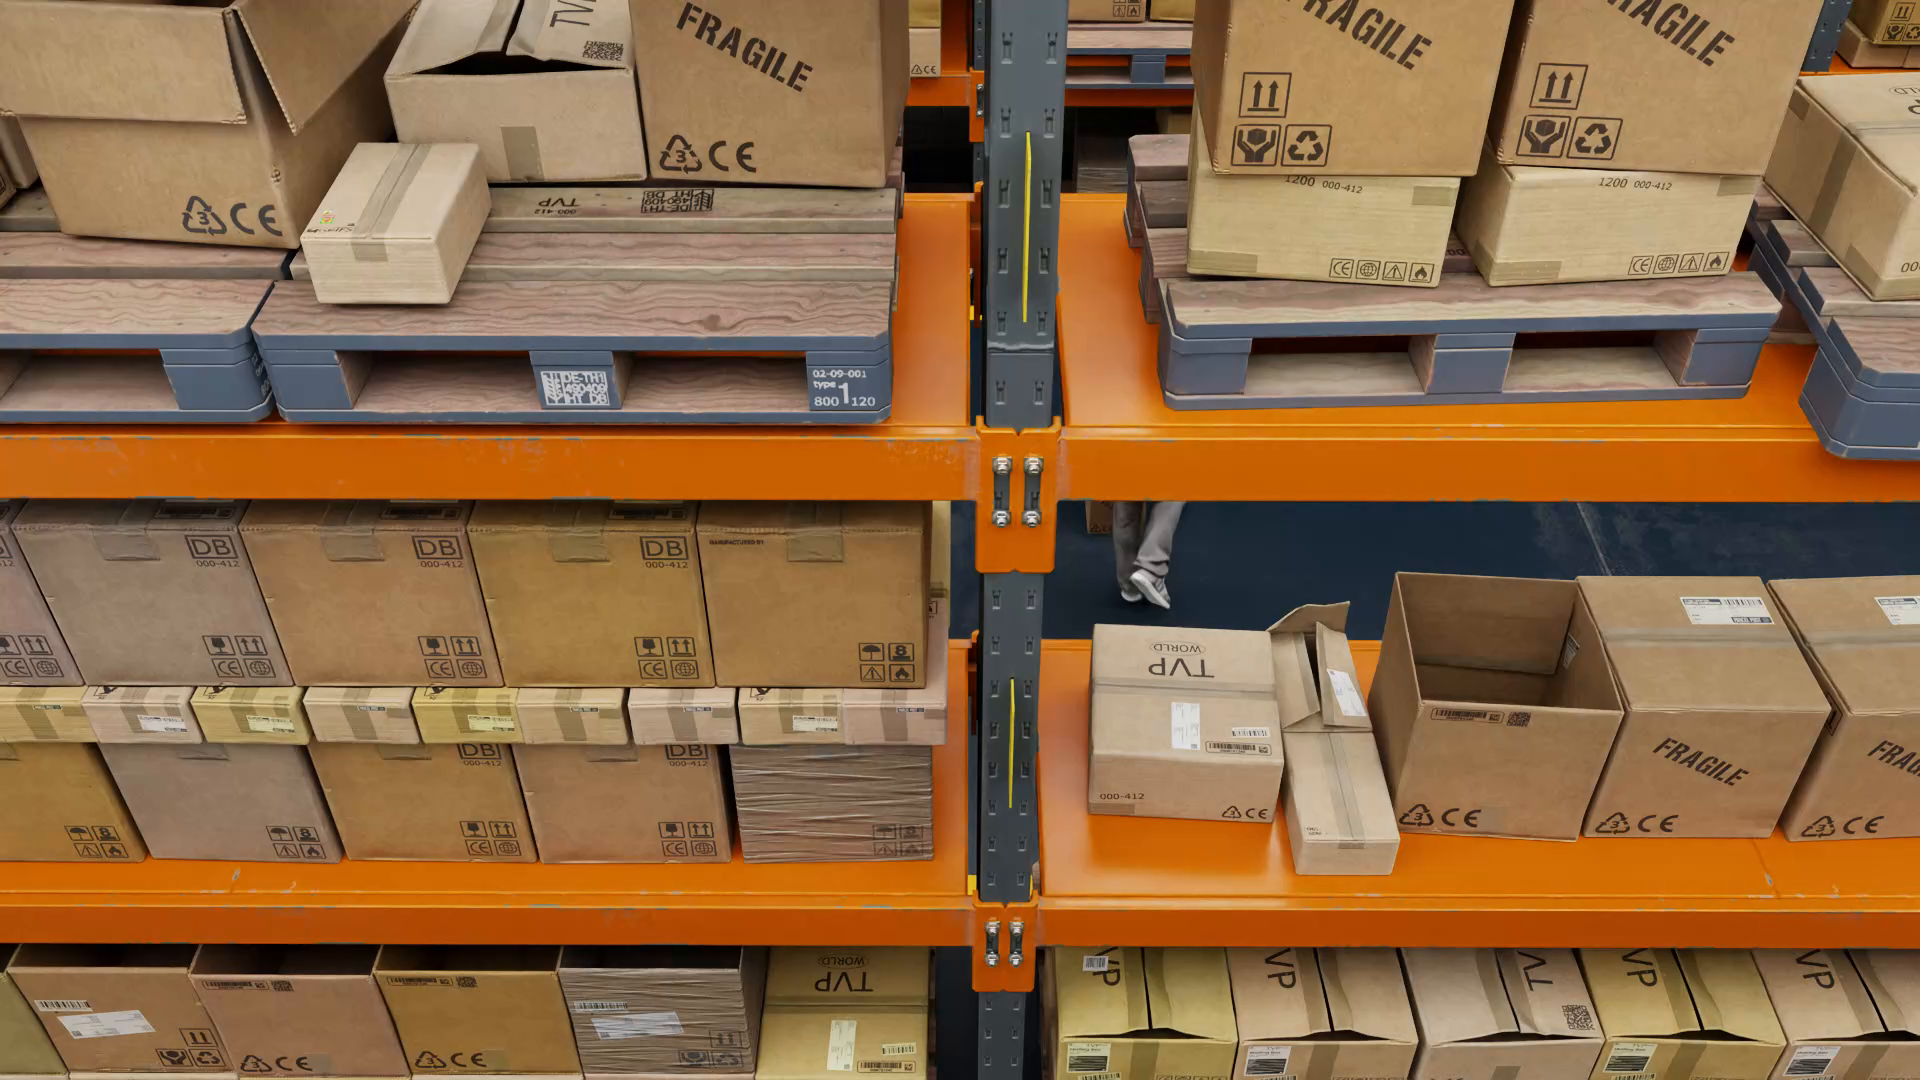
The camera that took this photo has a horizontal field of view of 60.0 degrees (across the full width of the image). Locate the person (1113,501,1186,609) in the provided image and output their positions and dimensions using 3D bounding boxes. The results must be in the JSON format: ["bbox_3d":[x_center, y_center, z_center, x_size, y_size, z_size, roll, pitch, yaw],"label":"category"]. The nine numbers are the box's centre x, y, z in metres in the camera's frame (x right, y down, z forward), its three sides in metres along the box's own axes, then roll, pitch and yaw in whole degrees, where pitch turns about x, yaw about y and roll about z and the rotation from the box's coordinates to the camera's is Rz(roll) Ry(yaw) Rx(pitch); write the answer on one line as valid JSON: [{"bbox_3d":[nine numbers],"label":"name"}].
[{"bbox_3d":[0.706,-0.399,6.607,0.468,1.598,0.449,16,43,18],"label":"person"}]
